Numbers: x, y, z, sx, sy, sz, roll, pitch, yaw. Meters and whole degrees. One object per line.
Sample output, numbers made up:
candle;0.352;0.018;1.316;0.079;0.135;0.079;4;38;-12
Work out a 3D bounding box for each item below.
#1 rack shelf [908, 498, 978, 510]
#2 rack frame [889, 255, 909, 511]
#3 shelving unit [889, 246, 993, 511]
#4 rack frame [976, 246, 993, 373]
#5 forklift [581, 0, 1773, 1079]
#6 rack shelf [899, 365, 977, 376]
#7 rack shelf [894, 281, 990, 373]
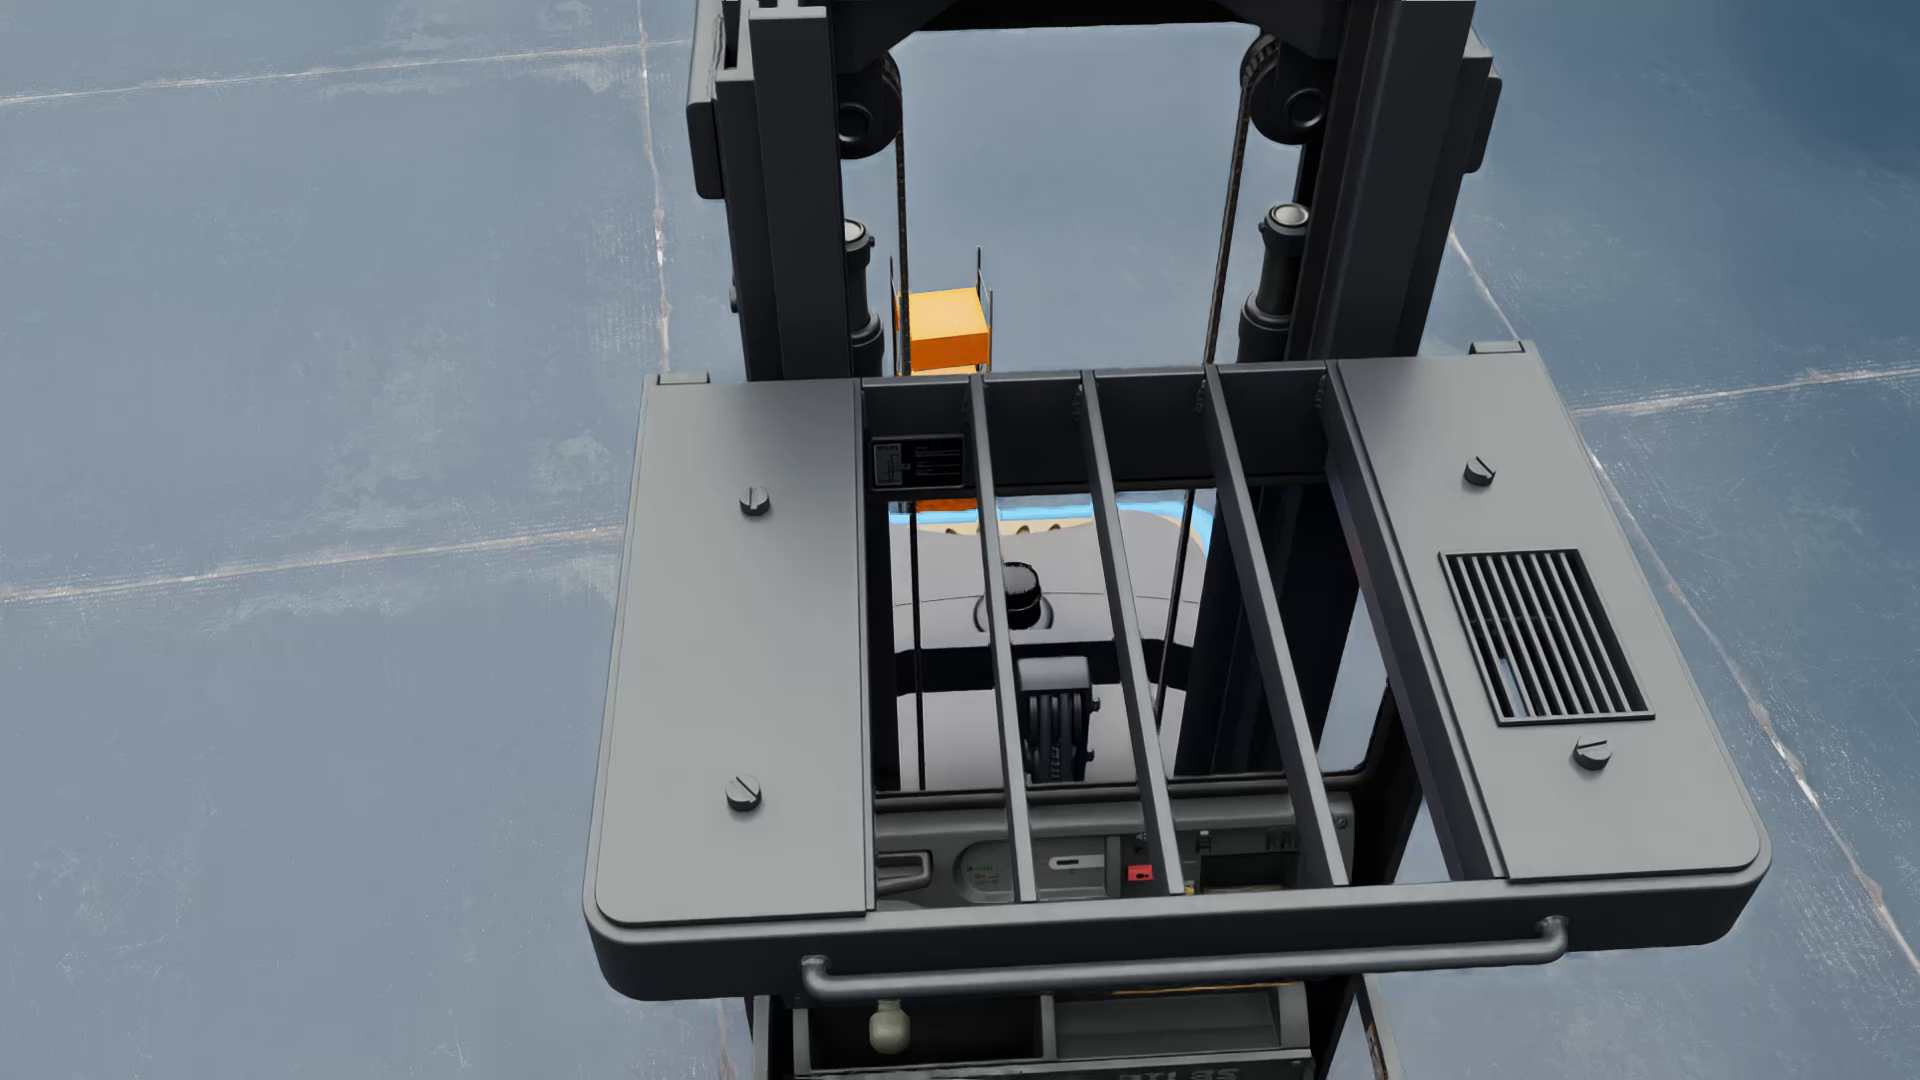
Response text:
rack shelf;-0.053;-0.158;5.073;0.240;0.259;0.215;-7;46;-7
rack frame;-0.173;-0.343;4.851;0.008;1.050;0.200;-7;46;-7
shelving unit;-0.053;-0.358;4.866;0.252;1.050;0.215;-7;46;-7
rack frame;0.067;-0.373;4.880;0.008;1.050;0.200;-7;46;-7
forklift;0.180;0.711;2.530;1.130;2.935;3.031;-2;46;-2
rack shelf;-0.053;-0.350;4.873;0.240;0.259;0.215;-7;46;-7
rack shelf;-0.053;-0.547;4.669;0.240;0.259;0.215;-7;46;-7
